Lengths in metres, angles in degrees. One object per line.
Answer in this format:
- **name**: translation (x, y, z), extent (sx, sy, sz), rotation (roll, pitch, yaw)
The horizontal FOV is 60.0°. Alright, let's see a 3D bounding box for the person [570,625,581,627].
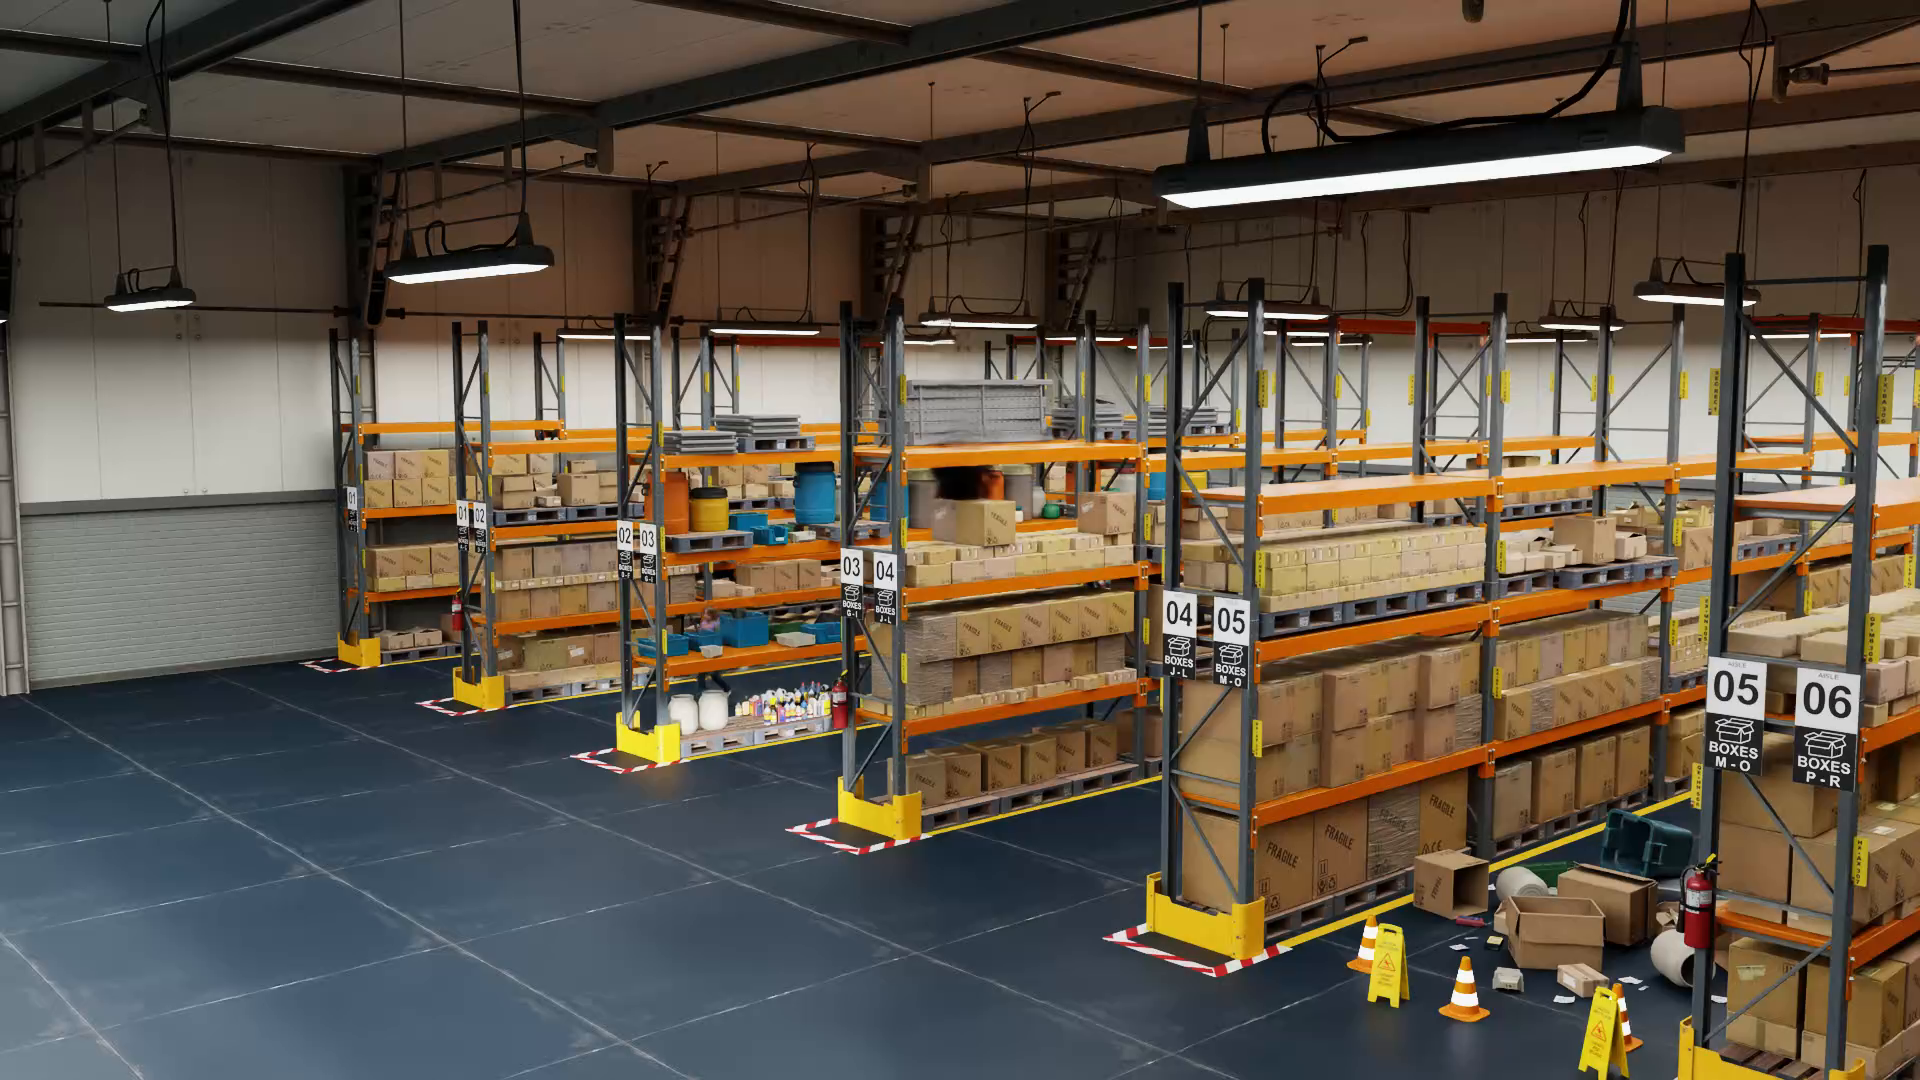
- **person**: translation (-6.742, 1.448, 29.118), extent (0.604, 1.688, 0.893), rotation (5, 8, 44)

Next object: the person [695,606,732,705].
- **person**: translation (-3.844, 1.820, 25.696), extent (0.539, 1.613, 0.871), rotation (3, 6, 29)

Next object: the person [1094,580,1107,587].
- **person**: translation (2.670, 1.099, 32.418), extent (0.683, 1.738, 0.592), rotation (4, 7, 34)

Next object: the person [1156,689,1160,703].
- **person**: translation (3.392, 1.753, 26.438), extent (0.619, 1.600, 0.851), rotation (4, 7, 37)
